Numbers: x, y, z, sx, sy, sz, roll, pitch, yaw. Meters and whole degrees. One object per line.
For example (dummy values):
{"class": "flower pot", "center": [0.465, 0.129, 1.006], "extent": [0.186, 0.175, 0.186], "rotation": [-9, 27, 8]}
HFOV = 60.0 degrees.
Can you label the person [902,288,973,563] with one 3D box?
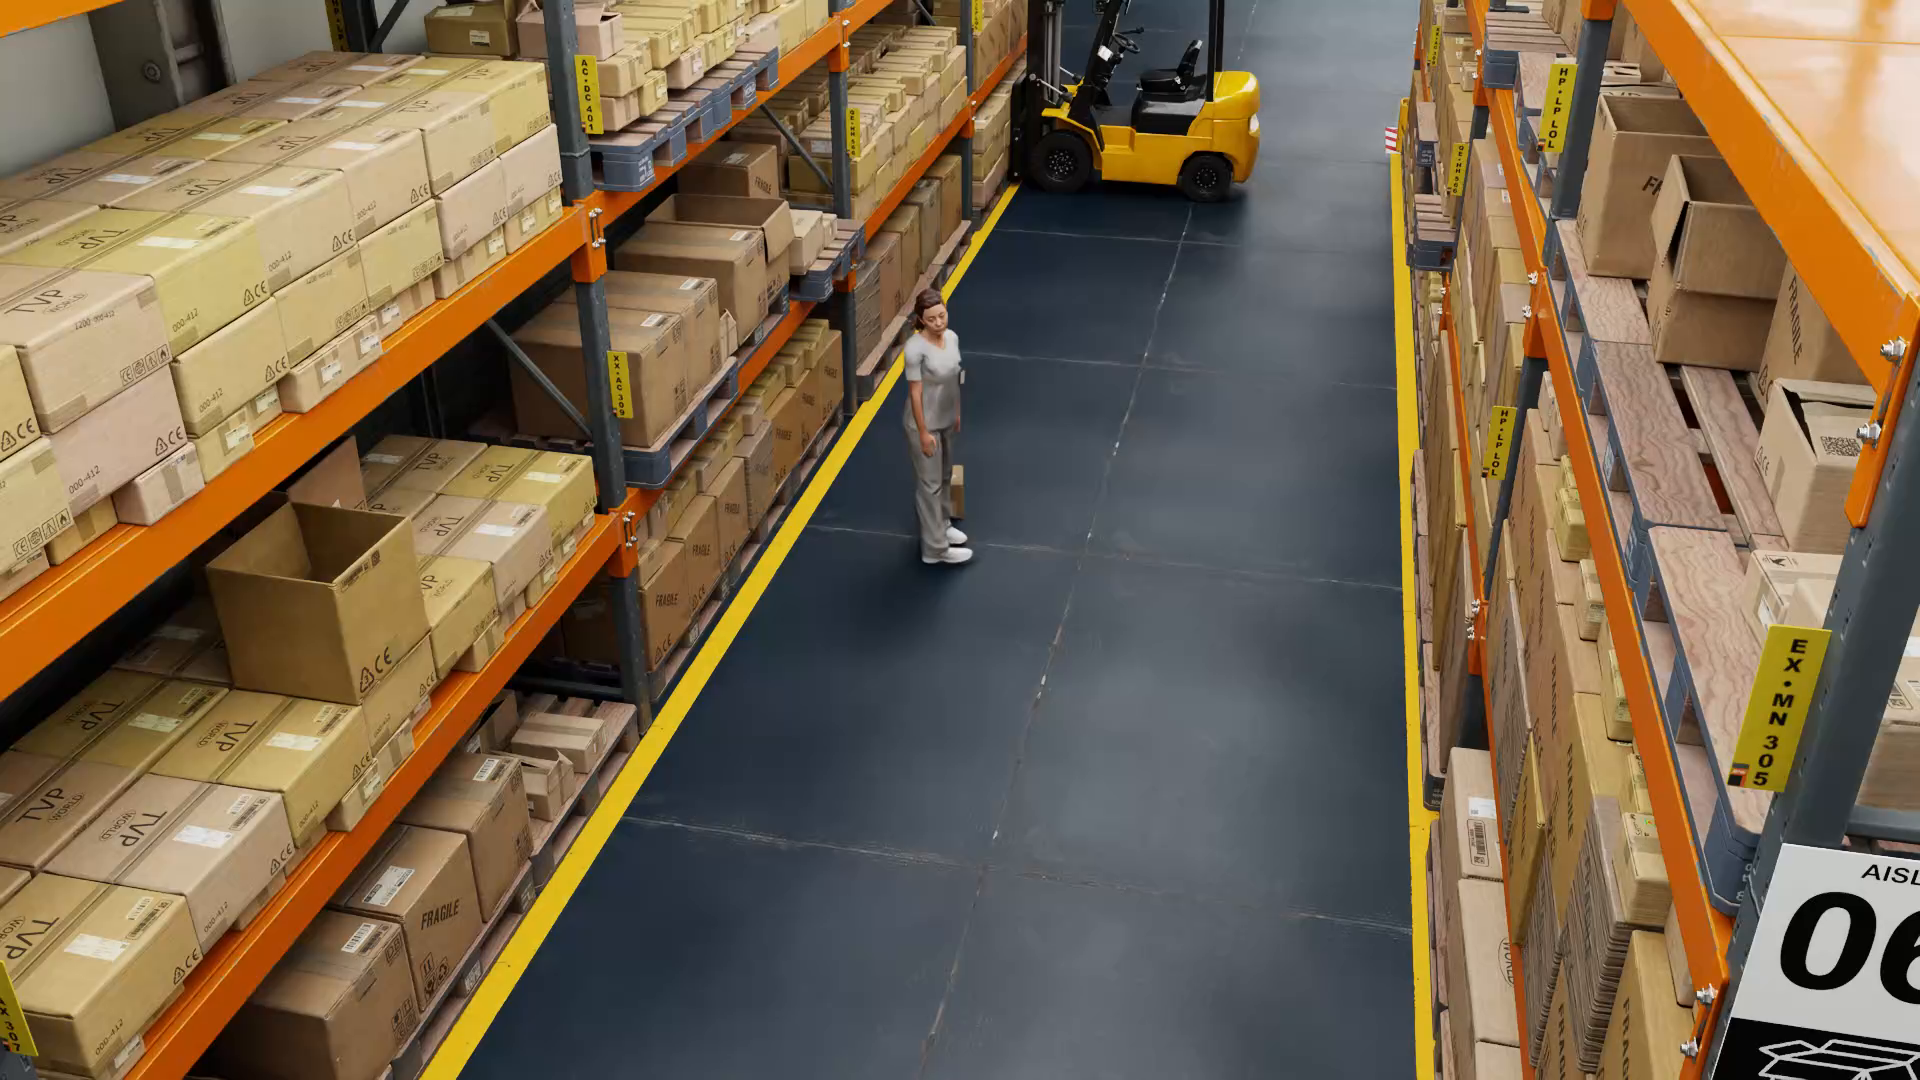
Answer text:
{"class": "person", "center": [-0.102, -0.671, 9.785], "extent": [0.479, 1.675, 0.461], "rotation": [21, 35, 33]}
